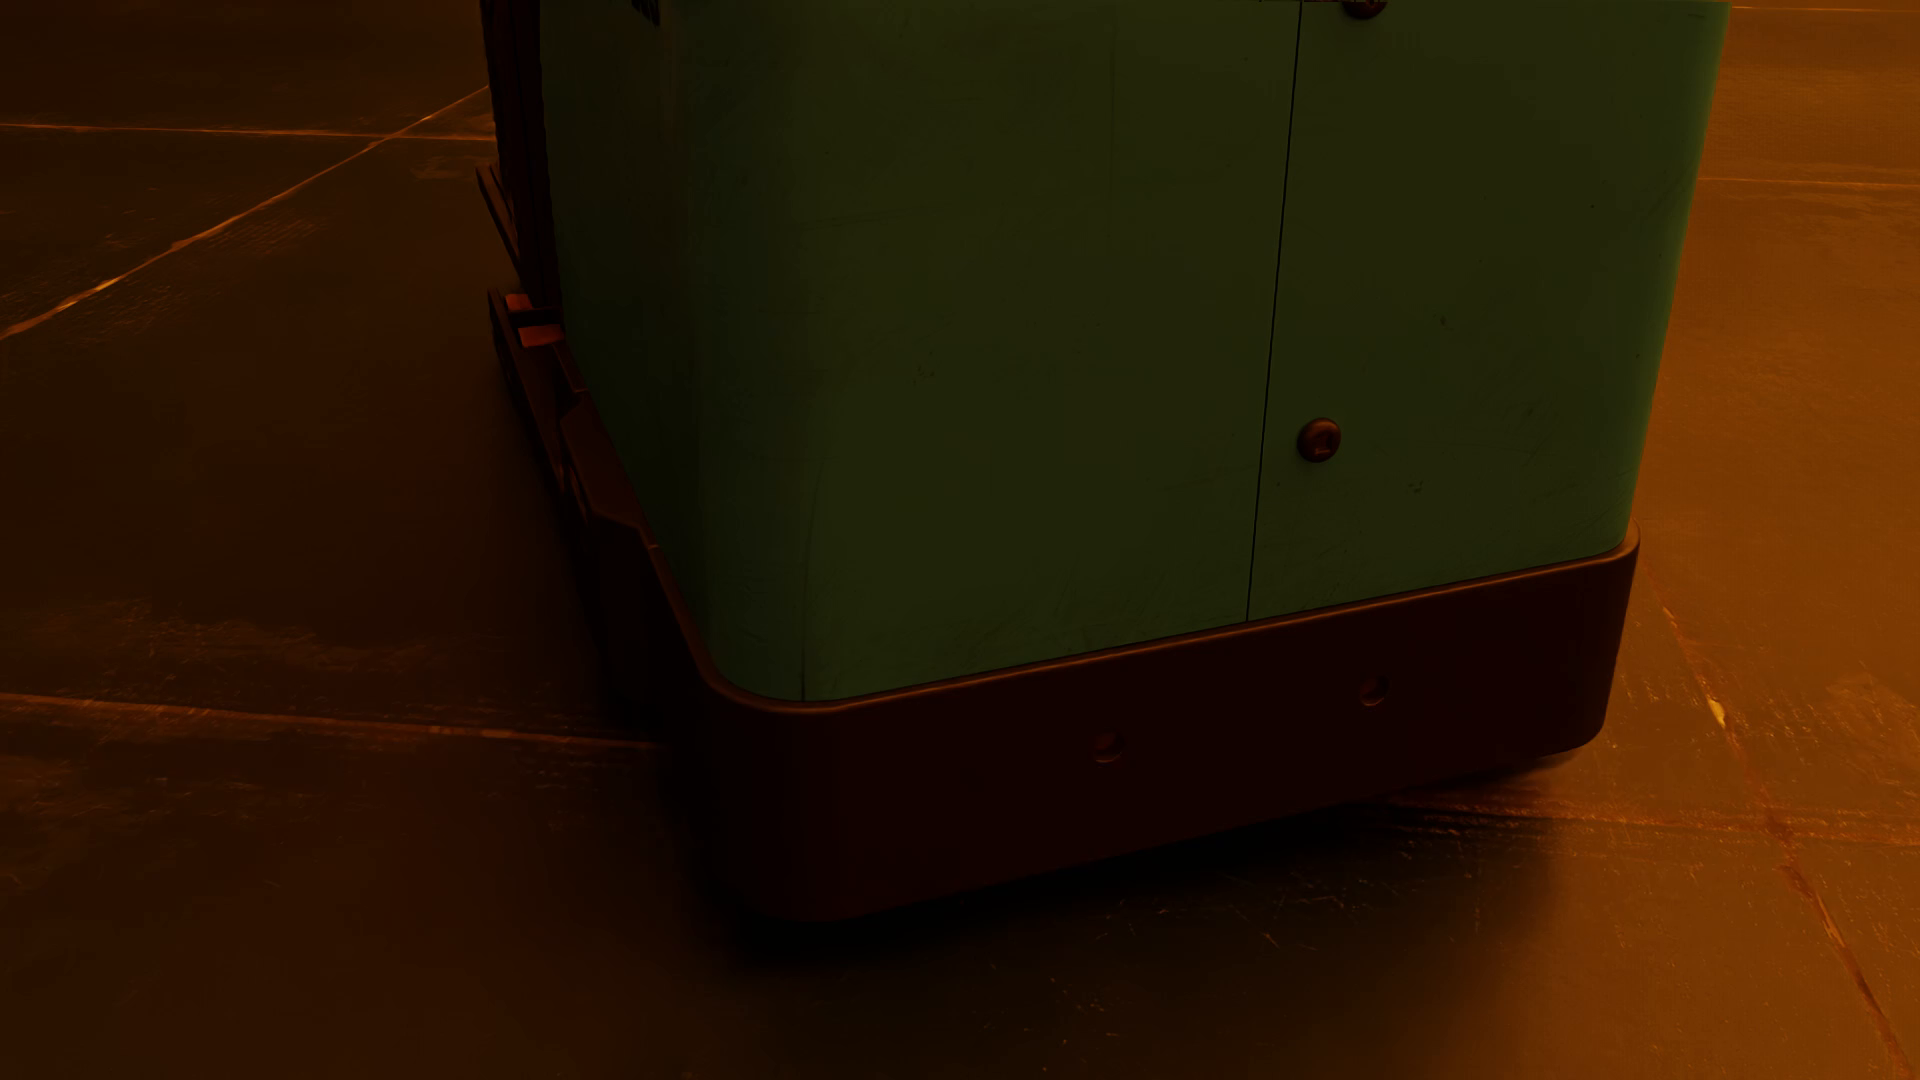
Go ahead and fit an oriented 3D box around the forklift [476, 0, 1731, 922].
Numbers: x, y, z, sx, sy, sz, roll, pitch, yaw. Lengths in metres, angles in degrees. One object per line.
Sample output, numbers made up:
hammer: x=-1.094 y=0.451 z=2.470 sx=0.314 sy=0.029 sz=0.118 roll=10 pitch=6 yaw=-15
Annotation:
forklift: x=-0.234 y=-1.580 z=2.385 sx=1.130 sy=2.935 sz=3.031 roll=-9 pitch=28 yaw=-18
